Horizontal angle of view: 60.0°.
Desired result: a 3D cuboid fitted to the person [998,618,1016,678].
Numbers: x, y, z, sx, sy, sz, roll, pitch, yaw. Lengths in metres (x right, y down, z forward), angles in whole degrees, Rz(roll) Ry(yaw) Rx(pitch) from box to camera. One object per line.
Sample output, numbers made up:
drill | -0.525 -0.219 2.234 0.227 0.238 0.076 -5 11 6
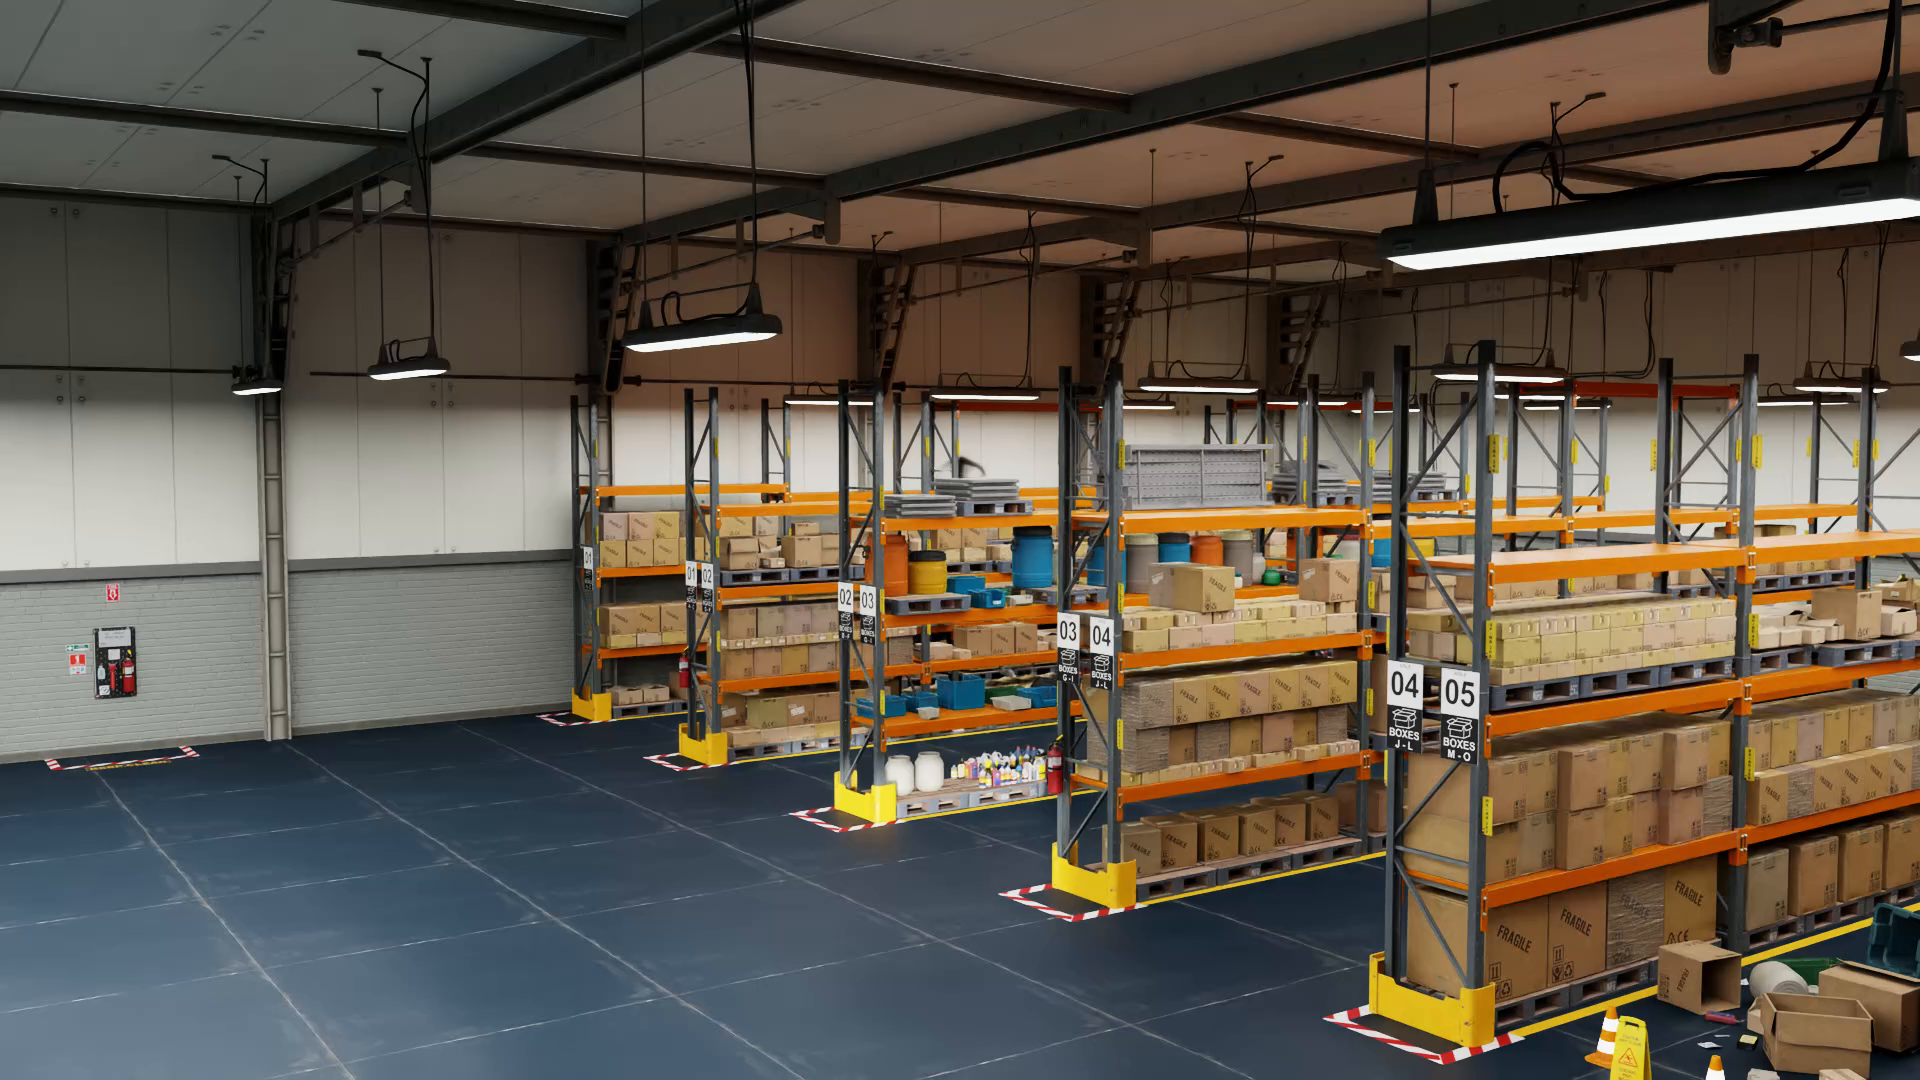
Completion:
person | 0.946 2.262 34.389 0.637 1.670 0.871 -1 3 -9
